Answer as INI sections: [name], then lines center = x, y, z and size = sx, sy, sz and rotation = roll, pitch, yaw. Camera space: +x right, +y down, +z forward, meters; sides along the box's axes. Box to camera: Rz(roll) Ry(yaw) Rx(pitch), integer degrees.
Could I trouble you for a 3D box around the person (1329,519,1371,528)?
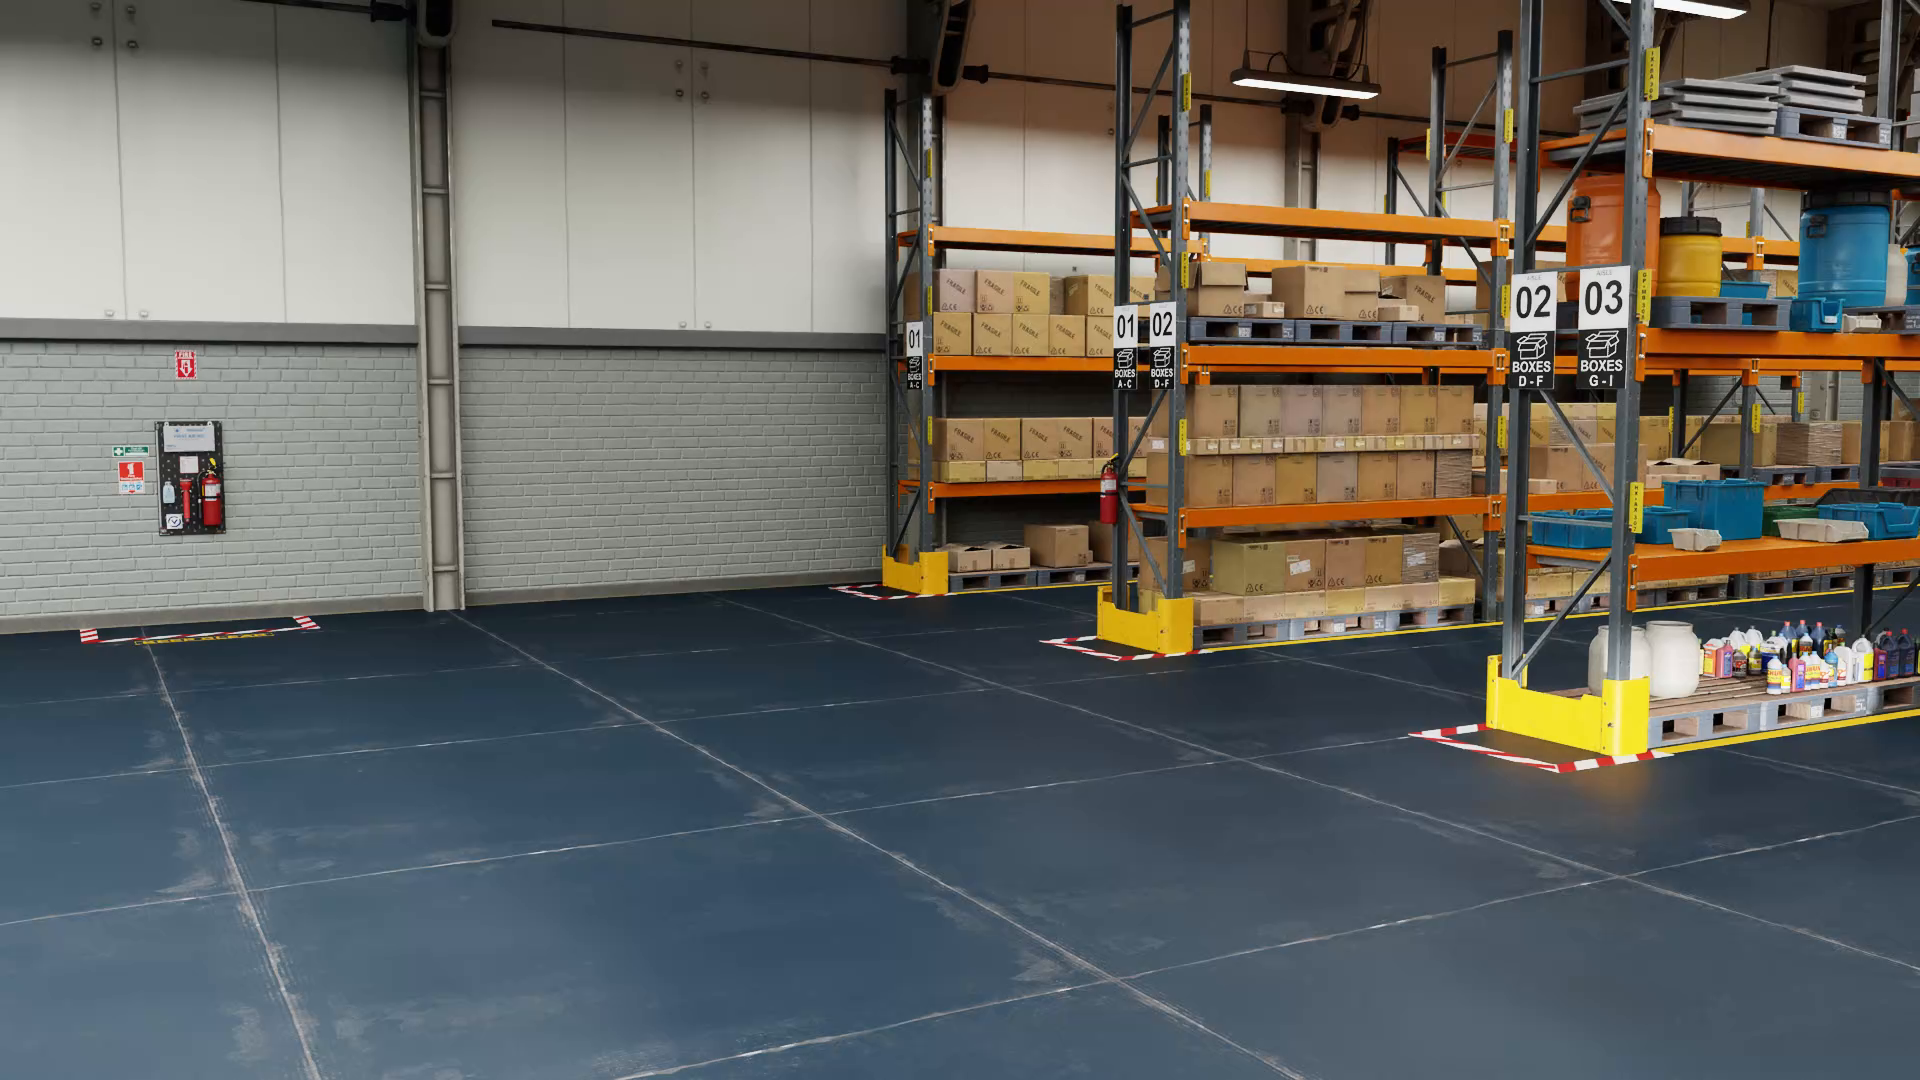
[person]
center = 4.558, -0.174, 19.409
size = 0.706, 1.734, 0.464
rotation = -1, 5, -10
